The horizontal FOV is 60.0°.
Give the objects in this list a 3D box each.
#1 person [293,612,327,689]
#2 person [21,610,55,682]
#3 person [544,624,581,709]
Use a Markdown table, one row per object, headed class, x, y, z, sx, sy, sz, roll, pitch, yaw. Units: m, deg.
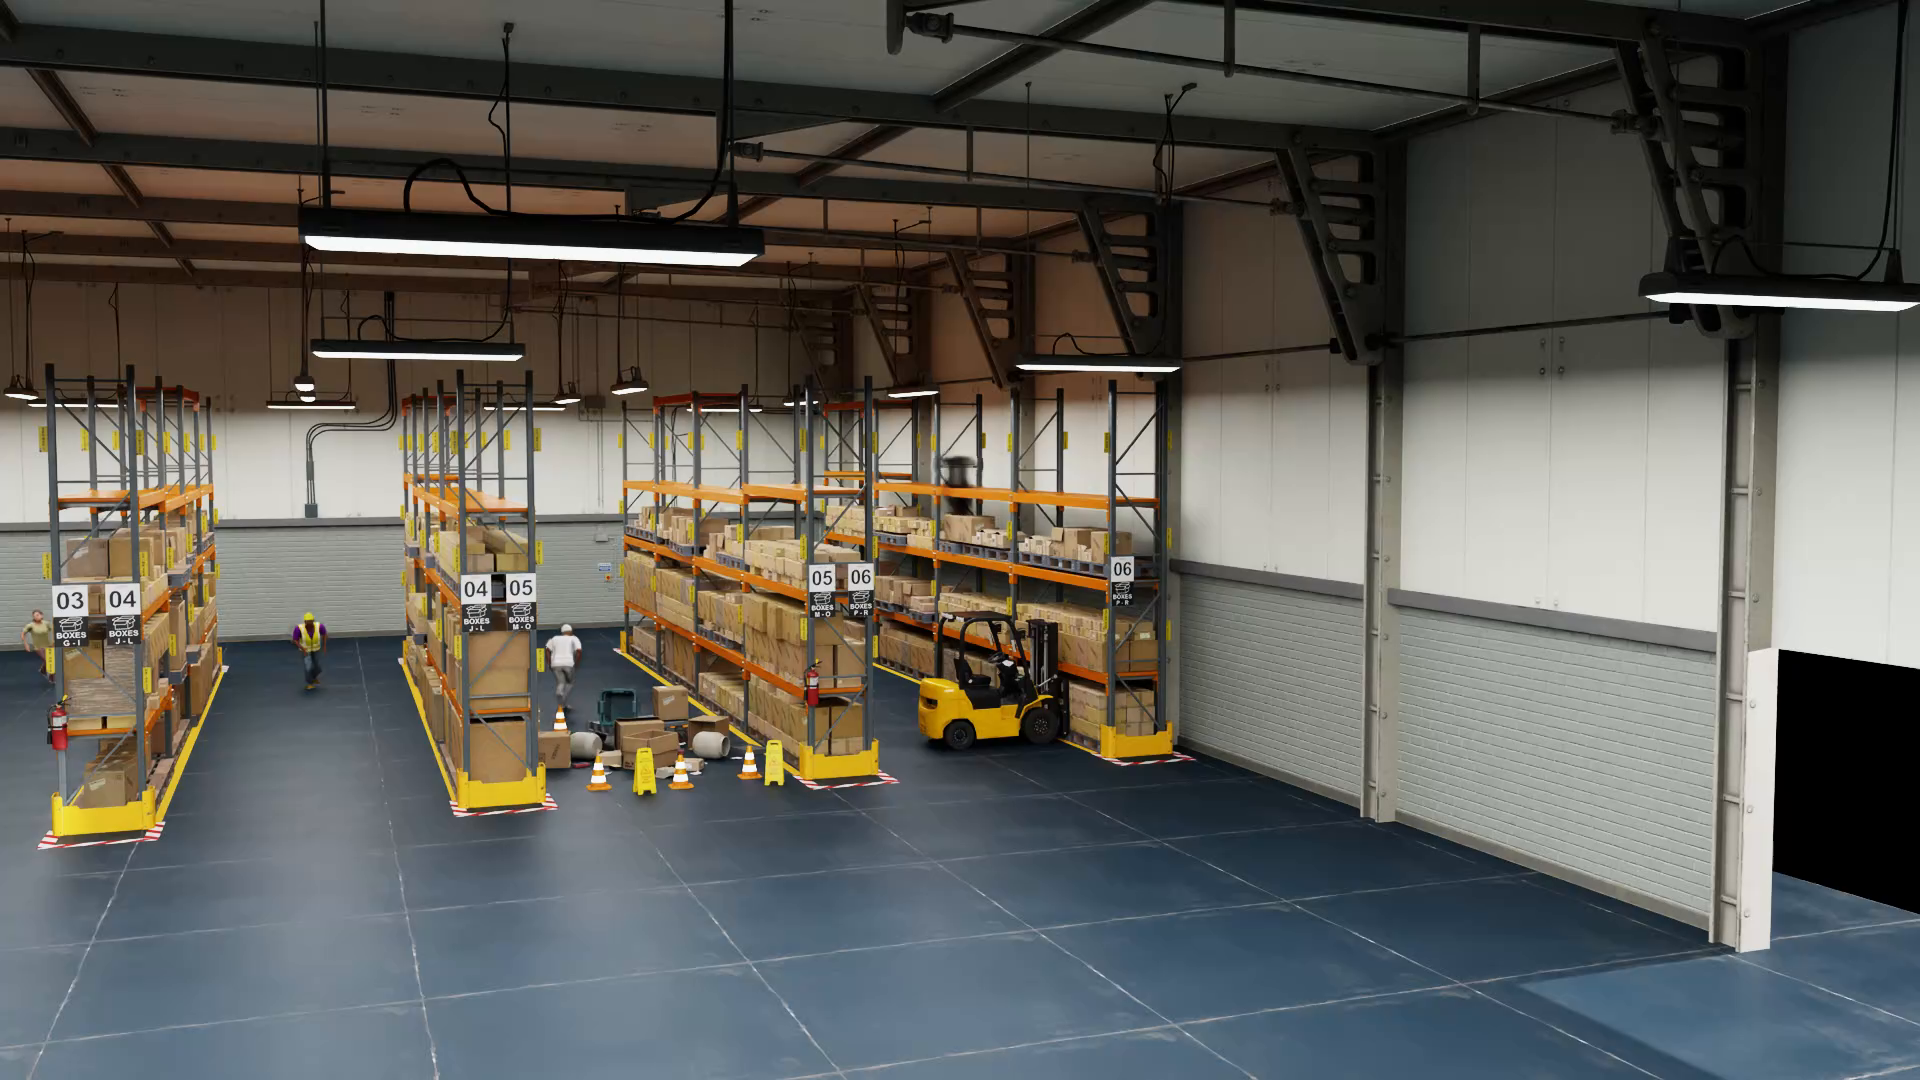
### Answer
| class | x | y | z | sx | sy | sz | roll | pitch | yaw |
| --- | --- | --- | --- | --- | --- | --- | --- | --- | --- |
| person | -13.164 | 2.232 | 33.632 | 0.652 | 1.596 | 0.917 | -2 | 4 | -37 |
| person | -18.925 | 2.196 | 34.287 | 0.473 | 1.529 | 0.657 | 3 | 4 | 38 |
| person | -7.481 | 2.401 | 31.263 | 0.709 | 1.567 | 1.046 | 0 | 3 | -2 |
